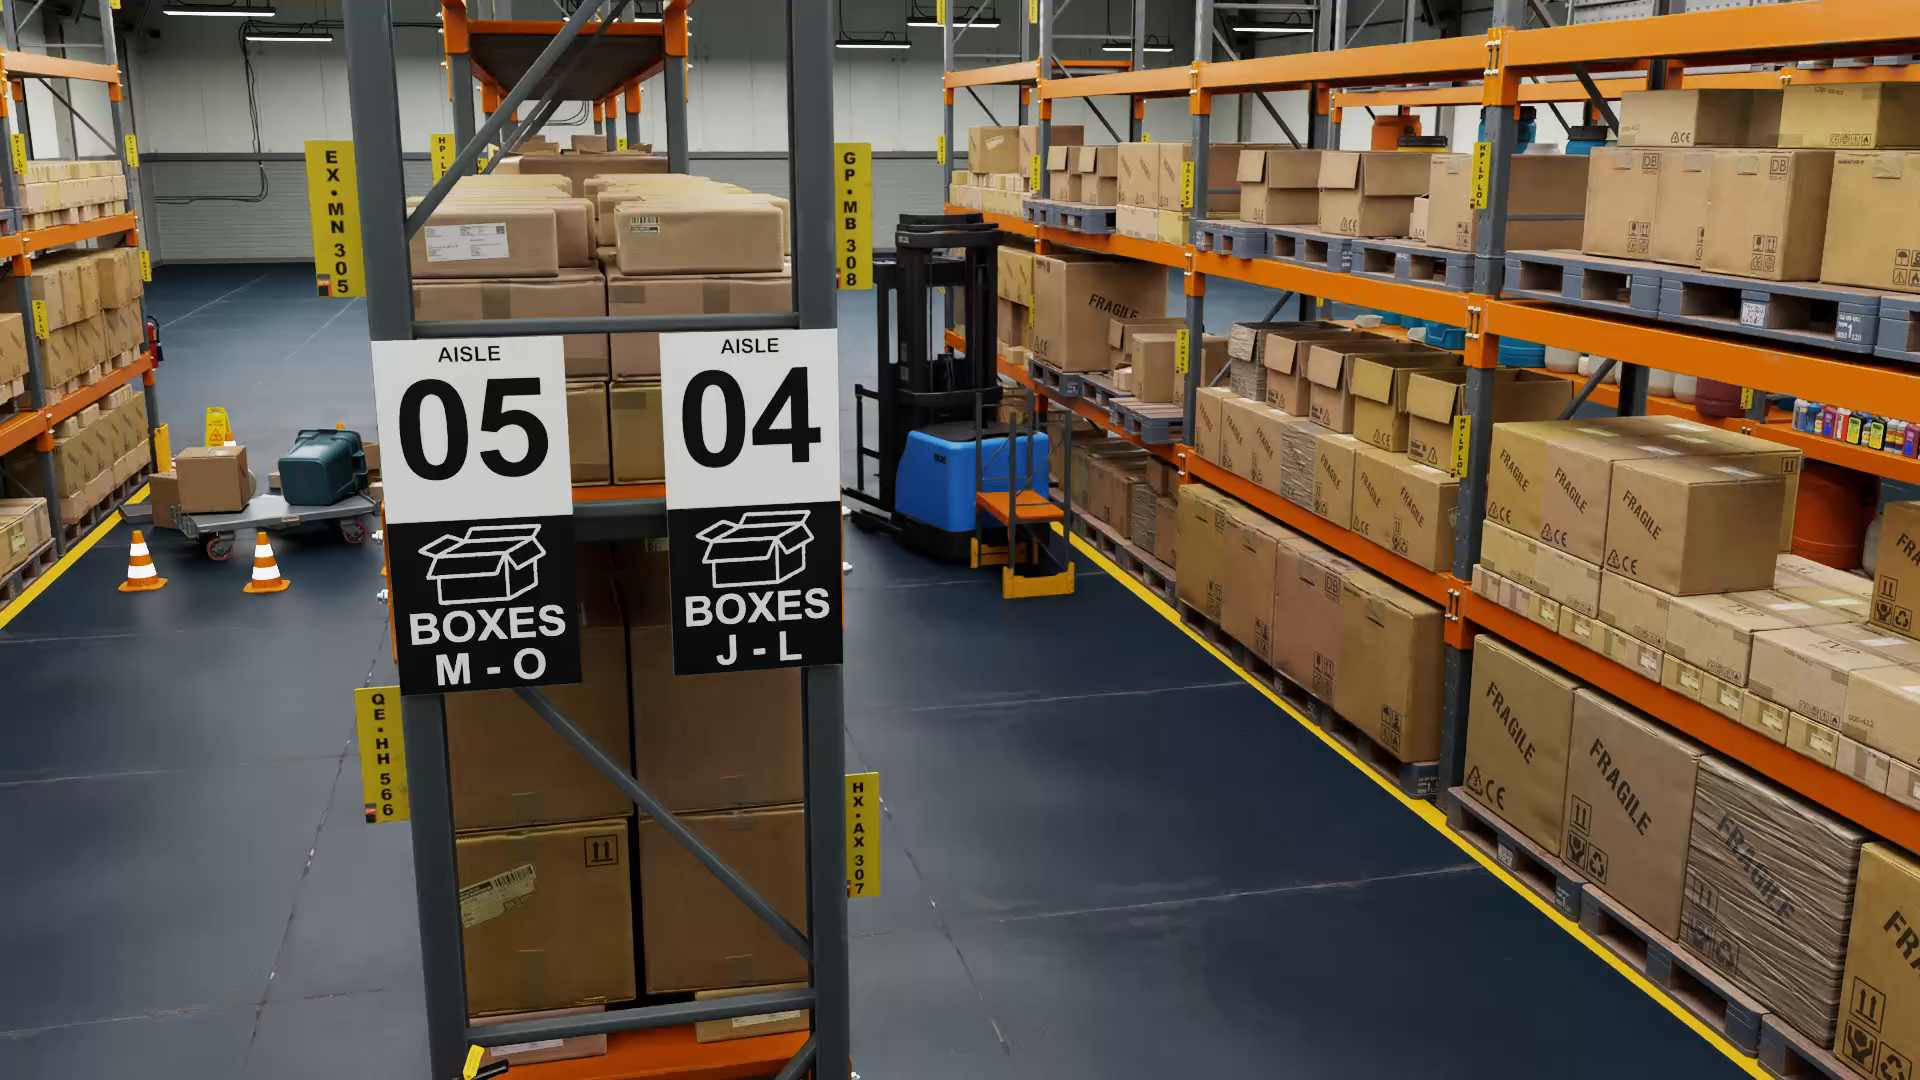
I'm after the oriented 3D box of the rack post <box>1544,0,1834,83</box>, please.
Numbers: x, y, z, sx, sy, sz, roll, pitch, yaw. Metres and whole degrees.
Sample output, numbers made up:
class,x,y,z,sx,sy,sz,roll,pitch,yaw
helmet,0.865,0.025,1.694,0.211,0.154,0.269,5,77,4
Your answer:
class,x,y,z,sx,sy,sz,roll,pitch,yaw
rack post,6.611,-4.677,15.011,1.013,1.000,3.121,-3,14,-13

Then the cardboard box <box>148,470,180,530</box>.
class,x,y,z,sx,sy,sz,roll,pitch,yaw
cardboard box,-7.311,-0.397,15.815,0.500,0.500,0.500,7,15,26

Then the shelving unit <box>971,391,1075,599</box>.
class,x,y,z,sx,sy,sz,roll,pitch,yaw
shelving unit,0.509,-0.398,13.717,0.587,1.500,1.083,-4,14,-14

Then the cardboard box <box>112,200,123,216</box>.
class,x,y,z,sx,sy,sz,roll,pitch,yaw
cardboard box,-8.875,-3.422,17.146,0.380,0.149,0.250,-3,14,-13

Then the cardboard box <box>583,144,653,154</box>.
class,x,y,z,sx,sy,sz,roll,pitch,yaw
cardboard box,-1.985,-2.166,9.652,0.396,0.266,0.258,-3,14,-13

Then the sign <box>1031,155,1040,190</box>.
class,x,y,z,sx,sy,sz,roll,pitch,yaw
sign,0.725,-3.515,15.909,0.100,0.325,0.005,-3,14,-13

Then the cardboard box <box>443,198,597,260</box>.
class,x,y,z,sx,sy,sz,roll,pitch,yaw
cardboard box,-1.163,-0.820,4.389,0.380,0.149,0.250,-4,14,-15

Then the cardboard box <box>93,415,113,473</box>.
class,x,y,z,sx,sy,sz,roll,pitch,yaw
cardboard box,-8.515,-0.913,15.995,0.500,0.500,0.500,-3,14,-10

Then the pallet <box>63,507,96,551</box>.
class,x,y,z,sx,sy,sz,roll,pitch,yaw
pallet,-8.574,-0.085,15.153,1.003,0.211,1.213,-3,14,-13

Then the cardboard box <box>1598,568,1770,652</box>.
class,x,y,z,sx,sy,sz,roll,pitch,yaw
cardboard box,3.225,0.292,7.423,0.500,0.250,0.500,-3,14,-12

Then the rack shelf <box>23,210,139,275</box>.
class,x,y,z,sx,sy,sz,roll,pitch,yaw
rack shelf,-8.852,-2.856,15.814,1.077,0.370,4.000,-3,14,-13

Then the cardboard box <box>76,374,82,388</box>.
class,x,y,z,sx,sy,sz,roll,pitch,yaw
cardboard box,-8.463,-1.489,15.553,0.380,0.149,0.250,-3,14,-13

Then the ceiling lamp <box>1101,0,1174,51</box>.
class,x,y,z,sx,sy,sz,roll,pitch,yaw
ceiling lamp,4.801,-14.979,45.303,2.000,3.185,0.800,-3,14,-13

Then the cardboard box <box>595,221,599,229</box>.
class,x,y,z,sx,sy,sz,roll,pitch,yaw
cardboard box,-1.122,-1.034,6.106,0.500,0.250,0.500,-3,14,-11

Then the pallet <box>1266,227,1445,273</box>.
class,x,y,z,sx,sy,sz,roll,pitch,yaw
pallet,2.659,-1.878,10.695,1.003,0.211,1.213,-3,14,-11

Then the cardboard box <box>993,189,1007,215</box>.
class,x,y,z,sx,sy,sz,roll,pitch,yaw
cardboard box,0.653,-3.552,17.465,0.500,0.250,0.500,-3,14,-14

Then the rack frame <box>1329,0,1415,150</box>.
class,x,y,z,sx,sy,sz,roll,pitch,yaw
rack frame,5.126,-5.952,20.652,1.000,3.000,0.127,-3,14,-13

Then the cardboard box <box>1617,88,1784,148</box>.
class,x,y,z,sx,sy,sz,roll,pitch,yaw
cardboard box,3.344,-1.899,7.495,0.500,0.250,0.500,-4,14,-17

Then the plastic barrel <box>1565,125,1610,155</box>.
class,x,y,z,sx,sy,sz,roll,pitch,yaw
plastic barrel,6.396,-3.710,16.741,0.600,0.901,0.708,-3,14,-13

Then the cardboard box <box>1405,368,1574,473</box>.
class,x,y,z,sx,sy,sz,roll,pitch,yaw
cardboard box,2.972,-0.676,9.373,0.797,0.503,0.637,-4,14,-15

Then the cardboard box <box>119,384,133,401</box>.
class,x,y,z,sx,sy,sz,roll,pitch,yaw
cardboard box,-8.728,-1.506,17.055,0.380,0.149,0.250,-3,14,-12

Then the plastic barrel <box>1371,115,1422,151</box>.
class,x,y,z,sx,sy,sz,roll,pitch,yaw
plastic barrel,5.363,-4.803,20.477,0.600,0.830,0.708,-3,14,-13

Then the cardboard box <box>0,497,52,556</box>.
class,x,y,z,sx,sy,sz,roll,pitch,yaw
cardboard box,-8.256,-0.093,13.963,0.950,0.372,0.625,-3,14,-12

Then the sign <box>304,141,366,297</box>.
class,x,y,z,sx,sy,sz,roll,pitch,yaw
sign,-1.320,-0.678,3.521,0.100,0.325,0.005,-3,14,-13

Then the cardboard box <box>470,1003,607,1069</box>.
class,x,y,z,sx,sy,sz,roll,pitch,yaw
cardboard box,-1.127,1.245,4.363,0.380,0.149,0.250,-3,14,-13

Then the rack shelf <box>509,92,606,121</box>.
class,x,y,z,sx,sy,sz,roll,pitch,yaw
rack shelf,-4.064,-4.418,16.730,1.077,0.370,4.000,-3,14,-13

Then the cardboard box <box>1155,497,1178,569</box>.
class,x,y,z,sx,sy,sz,roll,pitch,yaw
cardboard box,2.013,-0.069,13.552,0.700,0.500,0.500,-4,14,-16

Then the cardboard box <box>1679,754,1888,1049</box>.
class,x,y,z,sx,sy,sz,roll,pitch,yaw
cardboard box,3.627,1.404,6.774,0.875,0.875,0.875,-3,14,-13

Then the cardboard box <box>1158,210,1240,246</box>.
class,x,y,z,sx,sy,sz,roll,pitch,yaw
cardboard box,1.840,-2.396,12.735,0.500,0.250,0.500,-3,14,-13

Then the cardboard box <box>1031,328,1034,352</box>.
class,x,y,z,sx,sy,sz,roll,pitch,yaw
cardboard box,1.205,-2.139,16.849,0.875,0.500,0.500,-3,14,-13

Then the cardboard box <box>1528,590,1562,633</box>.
class,x,y,z,sx,sy,sz,roll,pitch,yaw
cardboard box,3.000,0.337,8.081,0.380,0.149,0.250,-3,14,-11

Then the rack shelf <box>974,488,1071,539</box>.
class,x,y,z,sx,sy,sz,roll,pitch,yaw
rack shelf,0.507,-0.225,13.768,0.538,0.185,1.000,-4,14,-14

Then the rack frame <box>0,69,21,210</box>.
class,x,y,z,sx,sy,sz,roll,pitch,yaw
rack frame,-8.382,-4.201,13.484,1.000,3.000,0.127,-3,14,-13

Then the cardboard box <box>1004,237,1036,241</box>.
class,x,y,z,sx,sy,sz,roll,pitch,yaw
cardboard box,0.804,-3.212,19.134,0.500,0.500,0.500,-3,14,-13

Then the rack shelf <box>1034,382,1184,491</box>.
class,x,y,z,sx,sy,sz,roll,pitch,yaw
rack shelf,1.721,-1.028,14.654,1.077,0.370,4.000,-3,14,-13

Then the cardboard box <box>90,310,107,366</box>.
class,x,y,z,sx,sy,sz,roll,pitch,yaw
cardboard box,-8.598,-1.943,16.046,0.500,0.500,0.500,-3,14,-13

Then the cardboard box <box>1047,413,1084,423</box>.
class,x,y,z,sx,sy,sz,roll,pitch,yaw
cardboard box,1.054,-1.055,17.630,0.500,0.500,0.500,1,14,5

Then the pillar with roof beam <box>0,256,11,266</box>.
class,x,y,z,sx,sy,sz,roll,pitch,yaw
pillar with roof beam,-14.901,-9.028,33.241,9.100,9.000,0.548,-3,14,-13

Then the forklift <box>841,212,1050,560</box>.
class,x,y,z,sx,sy,sz,roll,pitch,yaw
forklift,-0.375,-1.551,15.424,1.130,2.935,3.031,-8,16,-29

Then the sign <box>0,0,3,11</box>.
class,x,y,z,sx,sy,sz,roll,pitch,yaw
sign,-9.849,-5.586,17.017,0.100,0.325,0.005,-3,14,-13

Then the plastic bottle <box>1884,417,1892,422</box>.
class,x,y,z,sx,sy,sz,roll,pitch,yaw
plastic bottle,7.524,-0.999,13.436,0.097,0.201,0.097,0,14,0

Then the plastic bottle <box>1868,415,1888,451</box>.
class,x,y,z,sx,sy,sz,roll,pitch,yaw
plastic bottle,6.942,-0.824,12.550,0.061,0.283,0.133,-3,14,-13

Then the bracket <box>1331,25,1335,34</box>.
class,x,y,z,sx,sy,sz,roll,pitch,yaw
bracket,9.877,-13.561,44.211,0.235,0.232,0.430,-3,14,-13

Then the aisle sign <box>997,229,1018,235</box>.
class,x,y,z,sx,sy,sz,roll,pitch,yaw
aisle sign,0.588,-4.056,20.052,0.394,0.787,0.004,-3,14,-13

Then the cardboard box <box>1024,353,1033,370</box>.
class,x,y,z,sx,sy,sz,roll,pitch,yaw
cardboard box,0.865,-1.808,16.861,0.380,0.149,0.250,-3,14,-13

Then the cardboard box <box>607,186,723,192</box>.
class,x,y,z,sx,sy,sz,roll,pitch,yaw
cardboard box,-0.967,-1.086,5.476,0.380,0.149,0.250,-3,14,-11

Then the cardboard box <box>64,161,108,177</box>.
class,x,y,z,sx,sy,sz,roll,pitch,yaw
cardboard box,-8.854,-3.751,16.811,0.380,0.149,0.250,-3,14,-14

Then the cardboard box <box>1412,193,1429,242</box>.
class,x,y,z,sx,sy,sz,roll,pitch,yaw
cardboard box,2.960,-1.869,9.564,0.500,0.311,0.500,-4,14,-15

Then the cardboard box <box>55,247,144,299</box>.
class,x,y,z,sx,sy,sz,roll,pitch,yaw
cardboard box,-8.989,-2.783,17.375,0.700,0.500,0.500,-4,14,-15

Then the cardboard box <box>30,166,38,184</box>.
class,x,y,z,sx,sy,sz,roll,pitch,yaw
cardboard box,-8.228,-3.158,14.386,0.380,0.149,0.250,-3,14,-11

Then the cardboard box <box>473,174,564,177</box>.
class,x,y,z,sx,sy,sz,roll,pitch,yaw
cardboard box,-1.882,-1.480,7.092,0.380,0.149,0.250,-4,14,-14

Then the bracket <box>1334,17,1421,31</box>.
class,x,y,z,sx,sy,sz,roll,pitch,yaw
bracket,10.482,-12.966,41.778,0.076,0.066,4.783,-3,14,-13

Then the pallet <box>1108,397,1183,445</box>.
class,x,y,z,sx,sy,sz,roll,pitch,yaw
pallet,1.919,-0.981,13.351,1.213,0.211,1.003,-3,14,-13
